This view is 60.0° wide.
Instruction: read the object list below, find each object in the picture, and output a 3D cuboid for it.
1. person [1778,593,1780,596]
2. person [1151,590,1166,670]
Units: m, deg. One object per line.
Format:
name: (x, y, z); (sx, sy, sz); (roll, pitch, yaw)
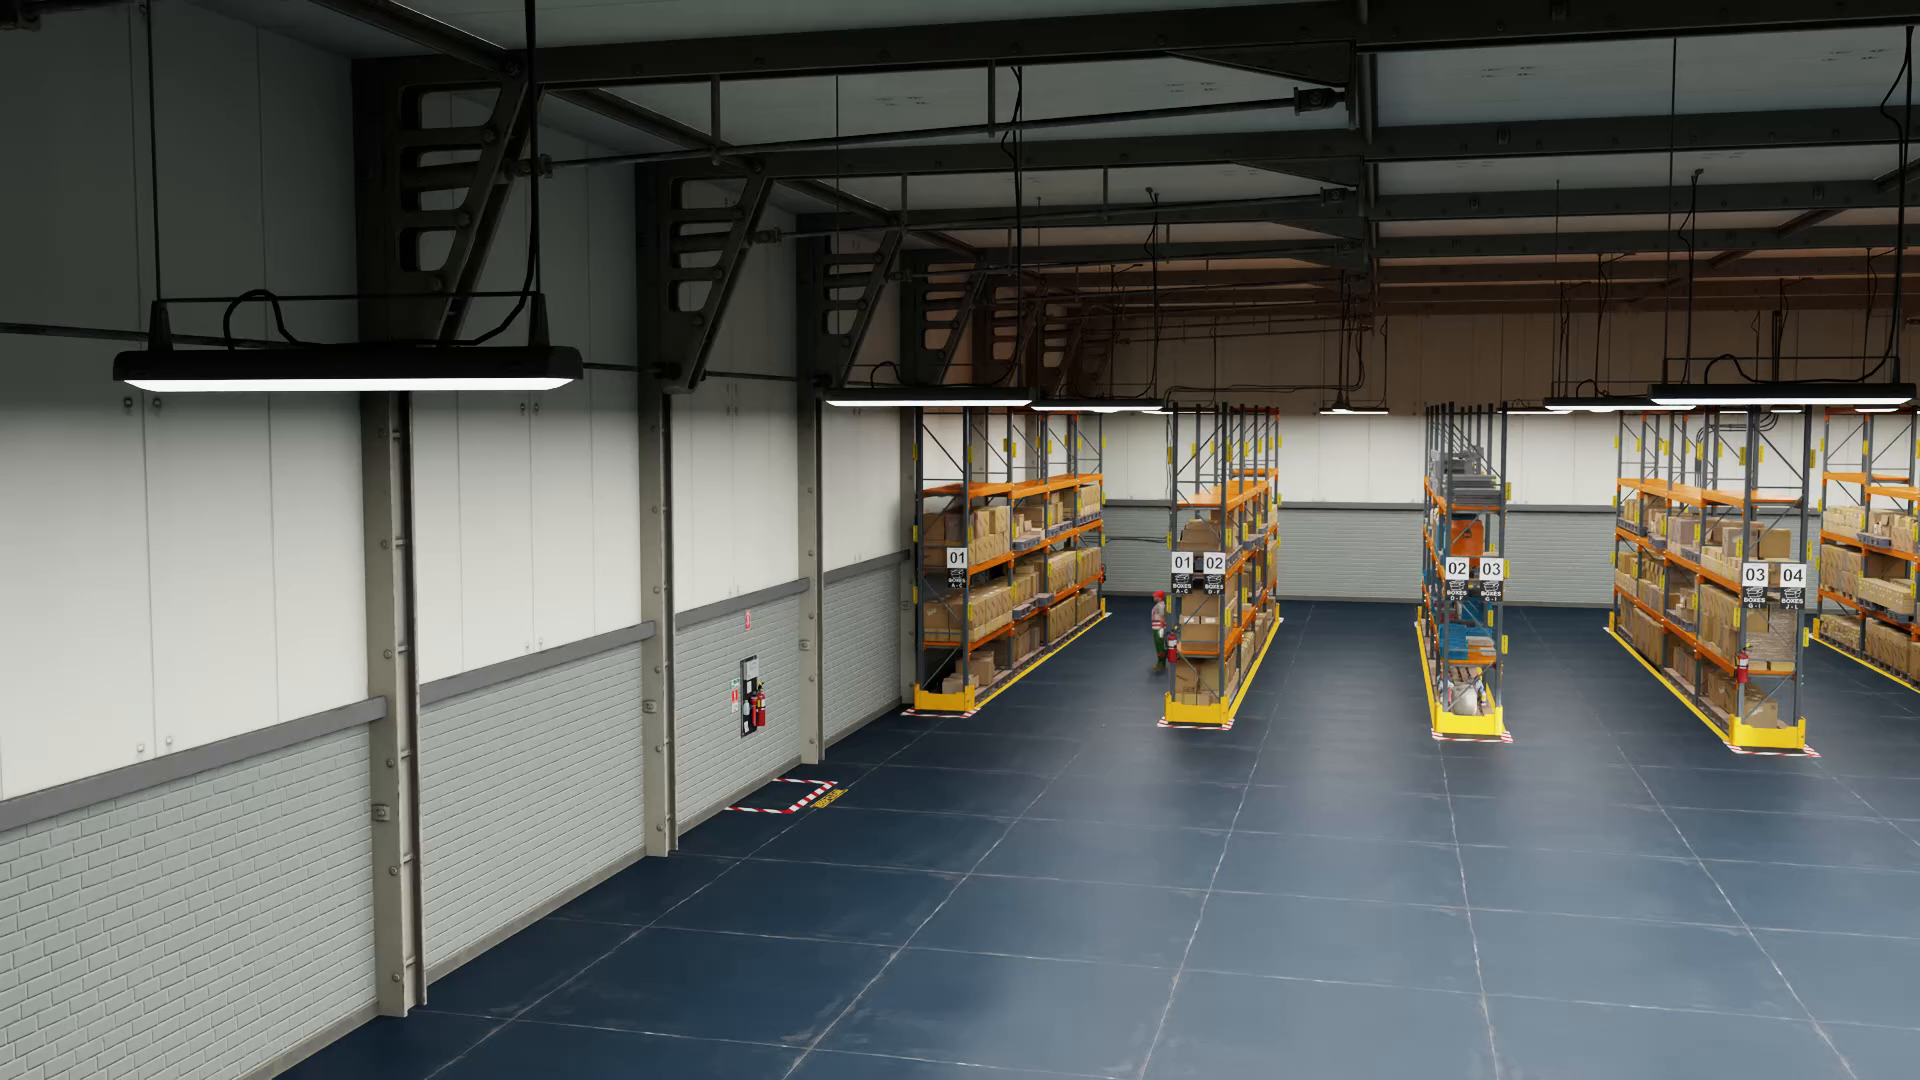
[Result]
person: (19.456, 1.987, 39.381); (0.590, 1.640, 0.960); (1, 4, 12)
person: (4.511, 2.031, 37.782); (0.354, 1.797, 0.640); (0, 4, 4)
